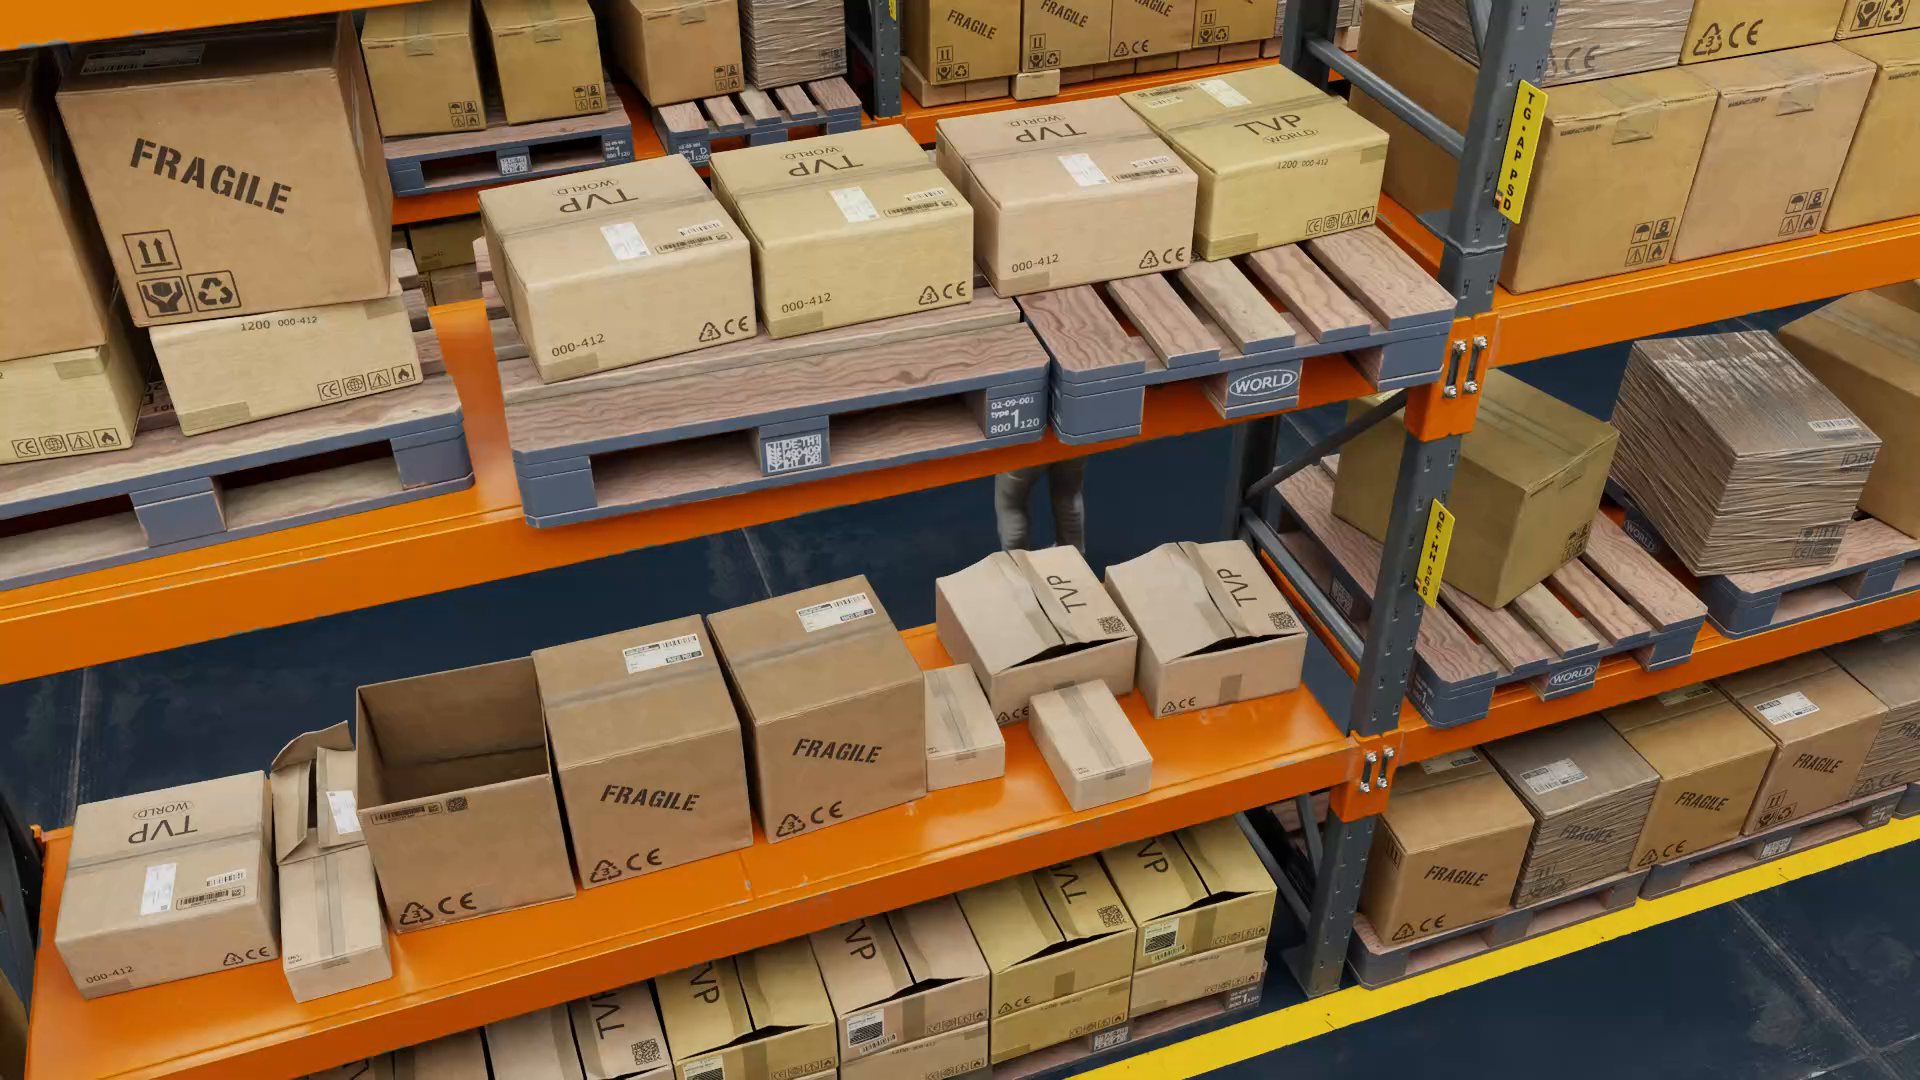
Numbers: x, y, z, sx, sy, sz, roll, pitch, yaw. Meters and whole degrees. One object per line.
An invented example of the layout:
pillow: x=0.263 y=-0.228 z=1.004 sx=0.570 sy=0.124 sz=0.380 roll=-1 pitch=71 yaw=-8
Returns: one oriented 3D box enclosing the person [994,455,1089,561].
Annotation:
person: x=0.350 y=-0.493 z=7.406 sx=0.493 sy=1.671 sz=0.490 roll=-13 pitch=40 yaw=-16
